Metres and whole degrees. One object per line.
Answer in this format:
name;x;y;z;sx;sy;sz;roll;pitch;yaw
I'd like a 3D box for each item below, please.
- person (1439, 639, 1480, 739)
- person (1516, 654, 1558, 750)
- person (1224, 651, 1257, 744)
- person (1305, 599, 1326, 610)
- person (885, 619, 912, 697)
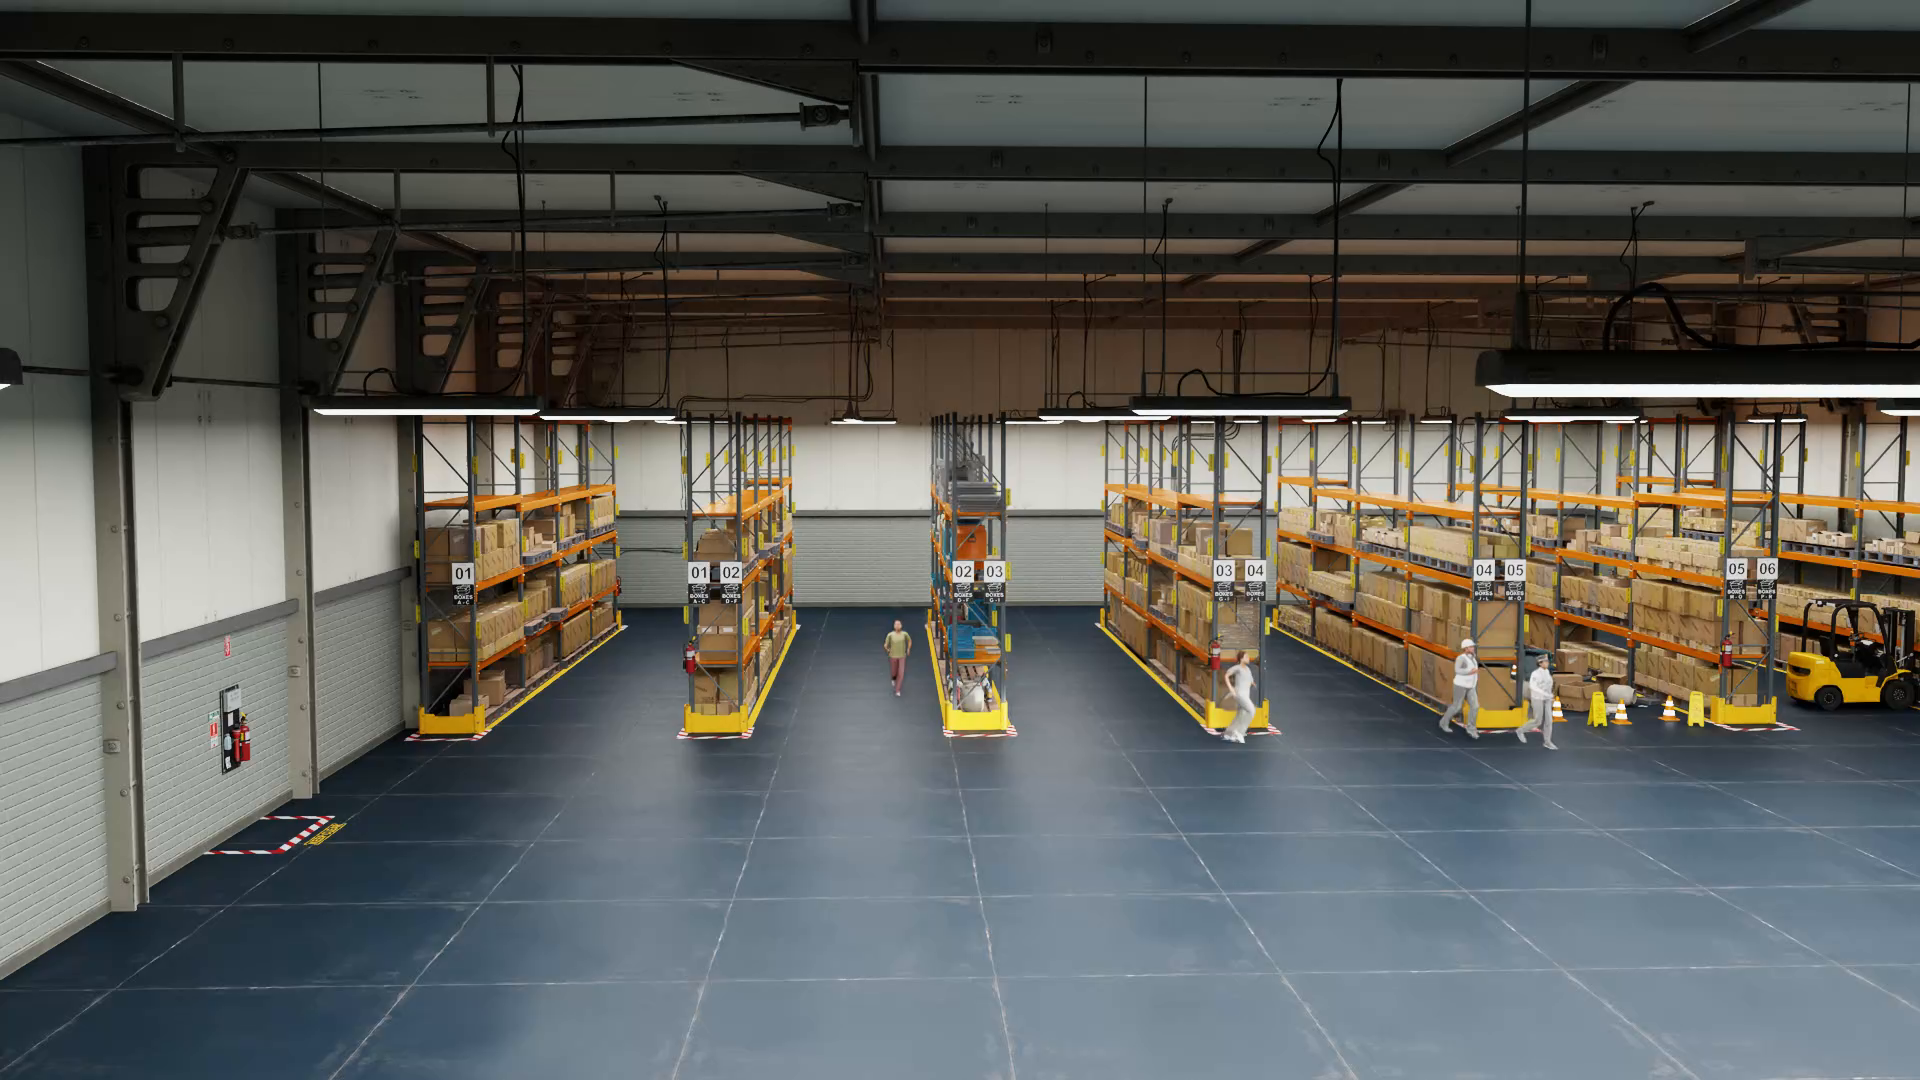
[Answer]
person;9.349;2.744;30.842;0.661;1.826;0.795;-3;5;-39
person;10.351;2.860;29.708;0.641;1.696;0.785;-3;5;-39
person;5.125;2.844;30.217;0.624;1.653;0.569;2;5;31
person;10.424;1.505;49.066;0.962;1.773;0.706;0;4;1
person;-1.310;2.505;35.474;0.592;1.633;0.810;0;4;-5
